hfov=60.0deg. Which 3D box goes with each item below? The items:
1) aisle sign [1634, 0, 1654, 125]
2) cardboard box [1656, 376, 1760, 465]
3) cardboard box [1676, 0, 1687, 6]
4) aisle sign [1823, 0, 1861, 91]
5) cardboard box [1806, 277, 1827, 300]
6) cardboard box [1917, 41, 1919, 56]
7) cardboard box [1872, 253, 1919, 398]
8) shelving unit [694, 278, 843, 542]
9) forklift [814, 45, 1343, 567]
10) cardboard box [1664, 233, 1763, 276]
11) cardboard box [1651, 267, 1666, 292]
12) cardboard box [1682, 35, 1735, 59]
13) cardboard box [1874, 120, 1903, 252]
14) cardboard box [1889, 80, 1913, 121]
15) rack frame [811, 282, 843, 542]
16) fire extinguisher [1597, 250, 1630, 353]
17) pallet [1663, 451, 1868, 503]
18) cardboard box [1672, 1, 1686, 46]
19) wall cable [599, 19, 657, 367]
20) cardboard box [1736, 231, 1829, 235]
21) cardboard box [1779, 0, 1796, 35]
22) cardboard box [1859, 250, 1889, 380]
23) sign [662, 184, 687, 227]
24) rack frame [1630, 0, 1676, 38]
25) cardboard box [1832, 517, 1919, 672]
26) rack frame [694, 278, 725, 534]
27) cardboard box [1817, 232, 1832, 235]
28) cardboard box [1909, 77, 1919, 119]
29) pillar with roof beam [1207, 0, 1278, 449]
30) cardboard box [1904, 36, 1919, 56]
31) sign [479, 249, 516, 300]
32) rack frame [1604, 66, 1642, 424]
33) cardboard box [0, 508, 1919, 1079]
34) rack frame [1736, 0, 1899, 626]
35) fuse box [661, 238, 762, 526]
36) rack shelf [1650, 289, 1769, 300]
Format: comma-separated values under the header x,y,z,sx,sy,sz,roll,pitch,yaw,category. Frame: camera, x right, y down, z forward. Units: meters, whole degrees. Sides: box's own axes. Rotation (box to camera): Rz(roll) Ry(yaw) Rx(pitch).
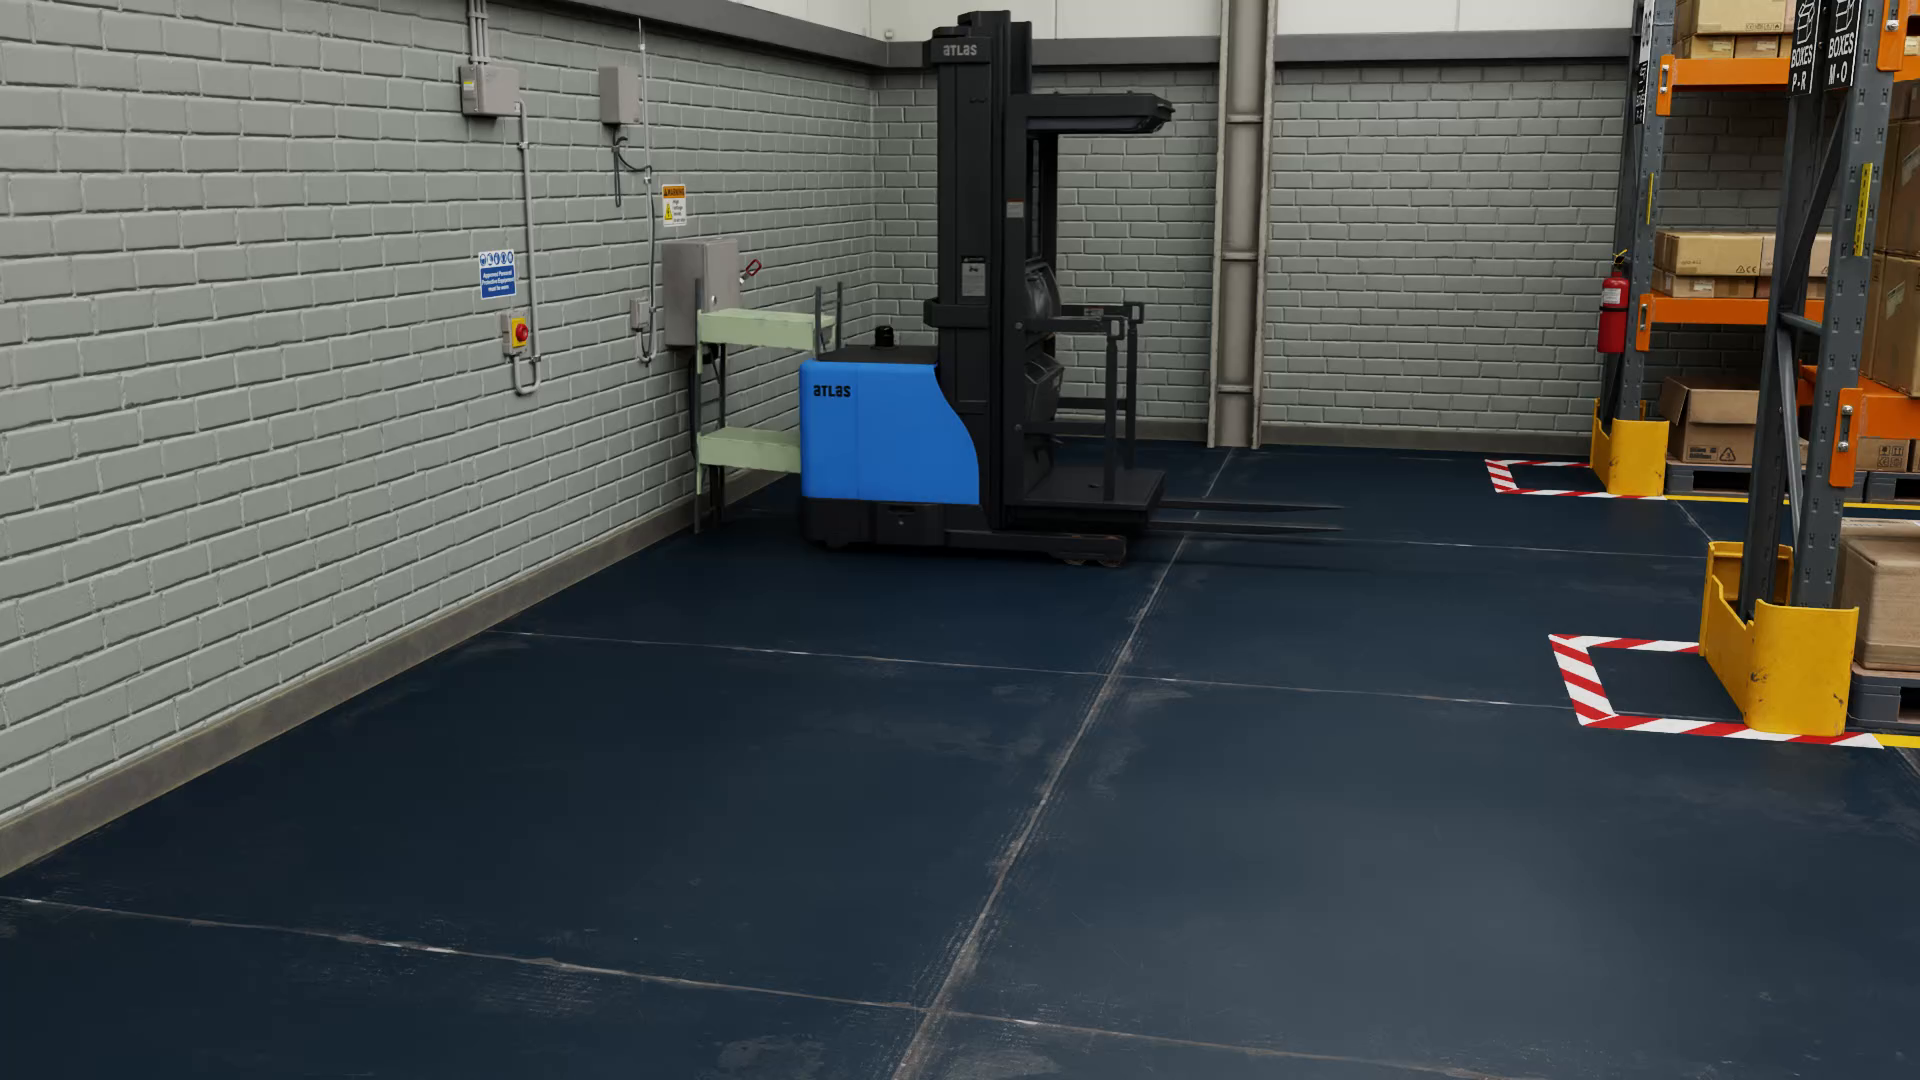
x,y,z,sx,sy,sz,roll,pitch,yaw,category
4.424,-3.094,10.752,0.004,0.787,0.394,3,13,14,aisle sign
5.132,-0.818,11.288,0.637,0.503,0.797,3,13,11,cardboard box
5.059,-3.699,11.062,0.500,0.250,0.500,3,13,12,cardboard box
3.236,-2.051,6.051,0.004,0.787,0.394,3,13,14,aisle sign
5.567,-1.650,10.825,0.250,0.149,0.380,3,13,15,cardboard box
6.049,-3.088,10.381,0.250,0.149,0.380,3,13,13,cardboard box
3.773,-0.803,6.195,0.500,0.500,0.500,3,13,13,cardboard box
-1.130,-0.773,9.784,0.755,1.500,0.400,6,14,14,shelving unit
0.699,-1.362,9.311,2.937,2.843,1.107,3,13,12,forklift
4.937,-1.875,10.919,0.500,0.250,0.500,3,13,14,cardboard box
4.947,-1.800,11.500,0.250,0.149,0.380,3,13,13,cardboard box
4.815,-3.159,10.704,0.250,0.149,0.380,3,13,15,cardboard box
3.900,-1.401,6.584,0.500,0.500,0.500,4,13,15,cardboard box
3.772,-1.716,6.507,0.250,0.149,0.380,3,13,14,cardboard box
-0.777,-0.736,9.694,0.023,1.500,0.400,6,14,14,rack frame
4.307,-1.574,10.941,0.183,0.674,0.296,3,13,14,fire extinguisher
5.409,-0.477,11.395,1.213,0.211,1.003,3,13,14,pallet
5.058,-3.454,11.109,0.500,0.250,0.500,3,13,13,cardboard box
-1.776,-1.922,9.124,0.122,1.984,0.588,3,13,14,wall cable
5.571,-1.960,11.302,0.500,0.250,0.500,3,13,14,cardboard box
5.425,-3.317,10.493,0.500,0.250,0.500,3,13,15,cardboard box
3.907,-0.919,6.718,0.500,0.500,0.500,3,13,14,cardboard box
-1.674,-1.963,9.751,0.001,0.242,0.339,3,13,14,sign
4.561,-4.812,10.646,0.127,3.000,1.000,3,13,14,rack frame
4.040,0.220,6.763,0.875,0.438,0.875,3,13,12,cardboard box
-1.483,-0.810,9.874,0.023,1.500,0.400,6,14,14,rack frame
6.051,-1.933,11.182,0.500,0.250,0.500,3,13,15,cardboard box
3.654,-1.616,6.056,0.250,0.149,0.380,3,13,15,cardboard box
1.128,-4.236,8.051,0.400,9.000,9.100,3,13,14,pillar with roof beam
5.794,-3.088,10.381,0.250,0.149,0.380,3,13,13,cardboard box
-2.176,-1.252,7.827,0.001,0.218,0.327,3,13,14,sign
4.560,-1.882,11.293,0.053,2.616,0.949,3,13,14,rack frame
4.263,0.002,6.146,13.522,1.550,6.103,3,13,13,cardboard box
3.375,-0.839,6.591,0.127,3.000,1.000,3,13,14,rack frame
-1.460,-0.932,9.984,0.414,1.711,0.539,3,13,14,fuse box
6.503,-1.524,10.885,3.809,0.124,0.919,3,13,14,rack shelf
